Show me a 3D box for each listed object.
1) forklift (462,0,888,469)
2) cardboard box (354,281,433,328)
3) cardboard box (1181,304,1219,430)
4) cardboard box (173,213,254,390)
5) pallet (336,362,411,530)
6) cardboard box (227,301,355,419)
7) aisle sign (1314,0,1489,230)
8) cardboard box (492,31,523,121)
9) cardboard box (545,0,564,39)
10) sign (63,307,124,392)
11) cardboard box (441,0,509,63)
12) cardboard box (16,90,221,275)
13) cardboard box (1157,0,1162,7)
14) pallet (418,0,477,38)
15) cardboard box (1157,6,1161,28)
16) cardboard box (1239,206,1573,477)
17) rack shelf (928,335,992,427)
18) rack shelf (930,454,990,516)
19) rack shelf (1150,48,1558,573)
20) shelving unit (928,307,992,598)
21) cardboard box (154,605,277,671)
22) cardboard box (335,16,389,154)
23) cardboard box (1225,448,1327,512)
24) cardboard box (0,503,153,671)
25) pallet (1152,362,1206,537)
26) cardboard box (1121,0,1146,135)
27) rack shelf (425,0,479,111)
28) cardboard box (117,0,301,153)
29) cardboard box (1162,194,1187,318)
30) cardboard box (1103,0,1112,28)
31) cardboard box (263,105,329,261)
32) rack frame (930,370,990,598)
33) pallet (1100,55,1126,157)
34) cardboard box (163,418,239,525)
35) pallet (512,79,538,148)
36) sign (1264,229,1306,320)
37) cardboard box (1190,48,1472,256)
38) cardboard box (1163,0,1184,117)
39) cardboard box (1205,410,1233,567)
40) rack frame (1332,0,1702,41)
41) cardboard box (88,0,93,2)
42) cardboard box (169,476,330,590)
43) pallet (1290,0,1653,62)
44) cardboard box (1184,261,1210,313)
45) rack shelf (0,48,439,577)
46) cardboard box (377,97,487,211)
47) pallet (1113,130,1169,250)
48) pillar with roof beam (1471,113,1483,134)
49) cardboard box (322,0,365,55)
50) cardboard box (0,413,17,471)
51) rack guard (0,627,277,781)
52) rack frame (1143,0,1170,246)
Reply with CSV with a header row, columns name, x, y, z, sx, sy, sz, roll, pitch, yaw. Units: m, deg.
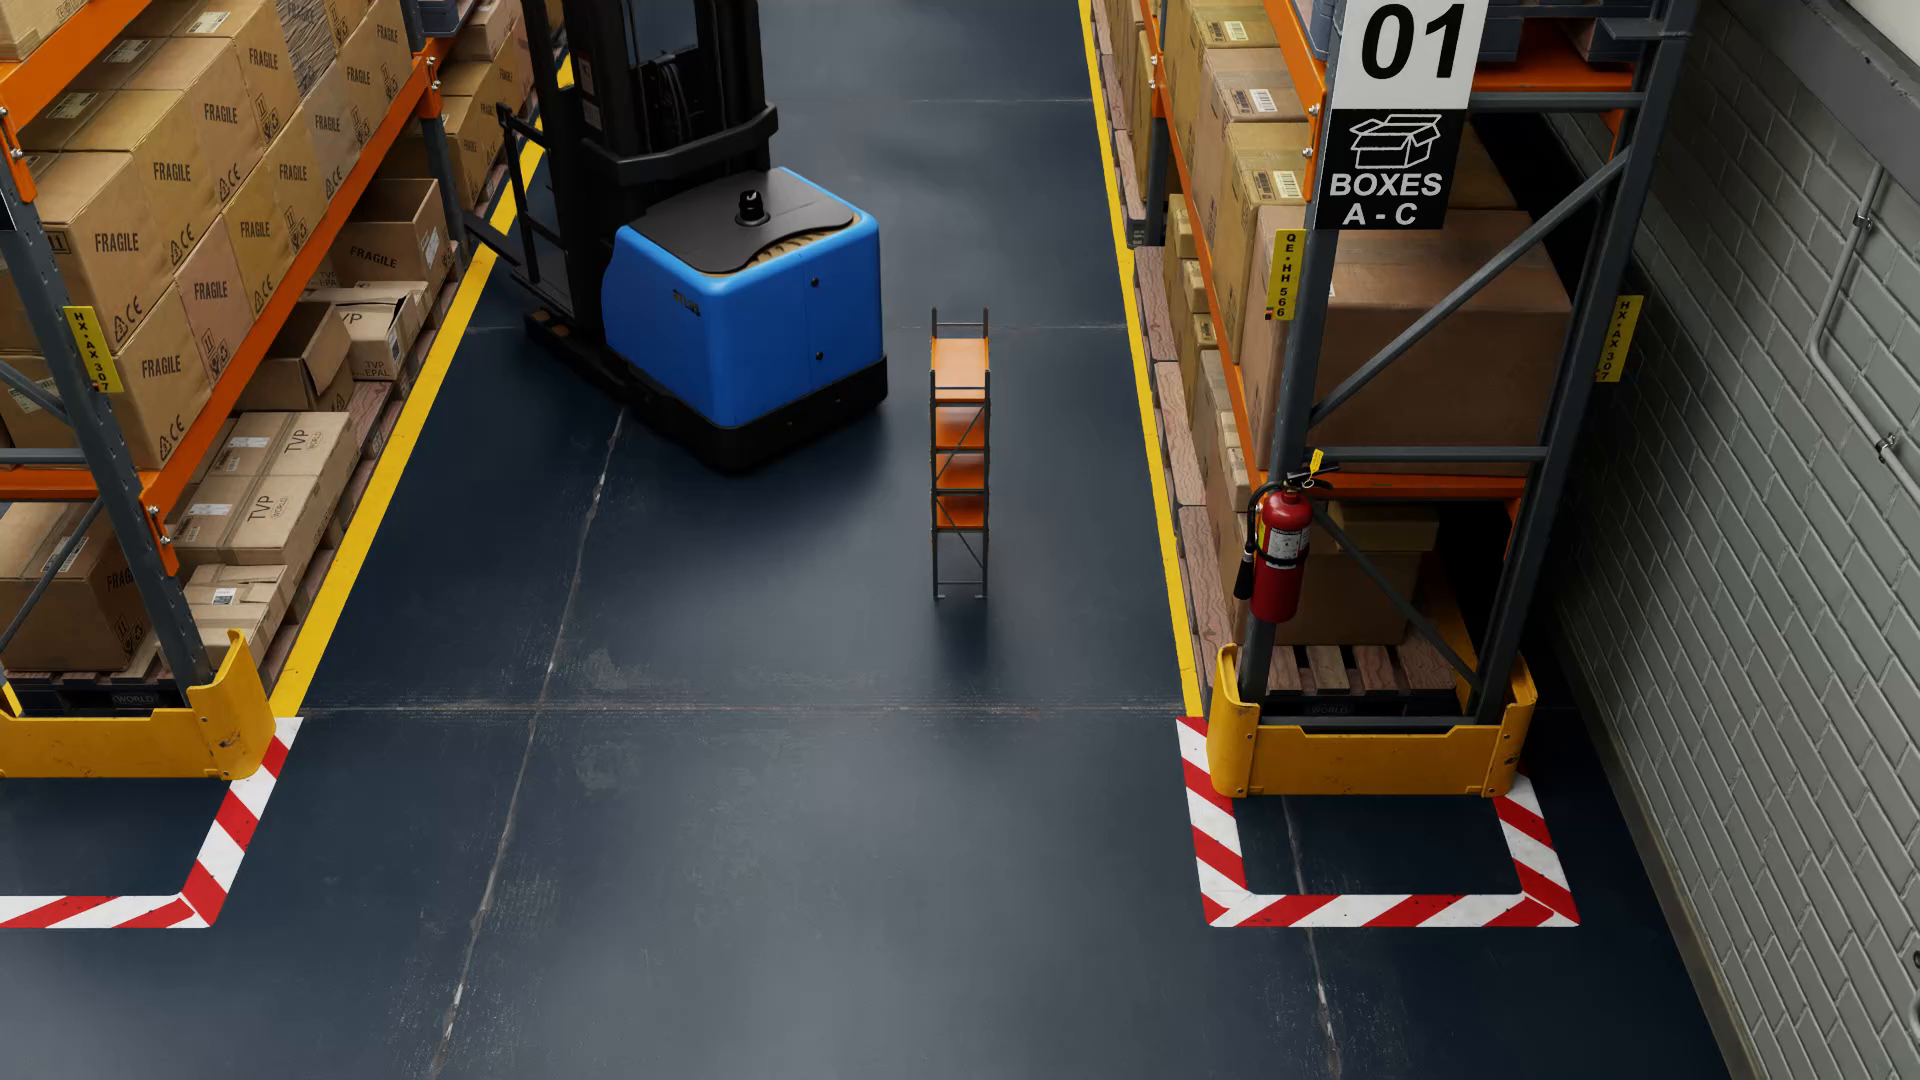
name,x,y,z,sx,sy,sz,roll,pitch,yaw
forklift,-1.727,-2.329,8.312,1.130,2.935,3.031,-29,47,-31
cardboard box,-3.035,-1.252,8.841,0.380,0.149,0.250,0,39,0
cardboard box,1.468,-0.874,8.106,0.700,0.500,0.500,1,39,1
cardboard box,-3.118,-0.921,6.421,0.500,0.500,0.500,0,39,0
pallet,-3.376,-0.500,8.206,1.003,0.211,1.213,0,39,0
cardboard box,-3.373,-0.806,8.001,0.797,0.503,0.637,0,39,0
aisle sign,1.278,-1.257,4.841,0.394,0.787,0.004,0,39,0
cardboard box,-3.142,-2.928,10.652,0.500,0.500,0.500,0,39,0
cardboard box,-3.149,-3.896,11.860,0.500,0.500,0.500,1,39,2
sign,-2.833,-0.620,5.433,0.100,0.325,0.005,0,39,0
cardboard box,-3.138,-3.200,10.392,0.500,0.250,0.500,0,39,0
cardboard box,-3.120,-1.315,6.113,0.500,0.500,0.500,0,39,0
cardboard box,1.321,-3.240,9.061,0.500,0.500,0.500,-1,39,-1
pallet,-3.272,-3.208,9.508,1.003,0.211,1.213,0,39,0
cardboard box,1.290,-2.910,9.167,0.380,0.149,0.250,0,39,0
cardboard box,1.568,-0.723,6.014,0.980,0.700,0.700,2,39,2
rack shelf,0.000,-0.671,7.000,0.258,0.148,0.480,0,39,0
rack shelf,0.000,-0.312,7.288,0.258,0.148,0.480,0,39,0
rack shelf,1.576,-1.257,7.496,1.077,0.370,4.000,0,39,0
shelving unit,0.000,-0.365,7.246,0.258,1.200,0.503,0,39,0
cardboard box,-3.032,0.397,6.784,0.380,0.149,0.250,0,39,0
cardboard box,-3.121,-2.187,8.001,0.500,0.500,0.500,1,39,1
cardboard box,1.295,-0.247,6.804,0.380,0.149,0.250,0,39,-1
cardboard box,-3.622,0.182,6.771,0.500,0.500,0.500,0,39,0
pallet,1.501,-0.460,8.156,1.003,0.211,1.213,0,39,0
cardboard box,1.439,-3.076,10.573,0.750,0.750,0.750,1,39,1
rack shelf,-3.382,-3.753,10.610,1.077,0.370,4.000,0,39,0
cardboard box,-3.117,-1.946,6.900,0.500,0.500,0.500,0,39,0
cardboard box,1.472,-1.510,8.898,0.700,0.500,0.500,0,39,1
cardboard box,1.439,-4.155,11.920,0.750,0.750,0.750,-1,39,-1
cardboard box,-3.115,-1.547,7.202,0.500,0.500,0.500,0,39,1
rack frame,0.000,-0.212,7.055,0.240,1.200,0.015,0,39,0
pallet,1.493,-2.948,11.260,1.003,0.211,1.213,0,39,0
cardboard box,-3.593,-0.314,7.590,0.500,0.250,0.500,0,39,0
pallet,-3.423,-2.968,11.285,1.003,0.211,1.213,0,39,0
sign,1.036,-0.840,5.284,0.100,0.325,0.005,0,39,0
cardboard box,1.564,-1.655,7.177,0.980,0.700,0.700,-2,39,-2
cardboard box,1.558,-2.567,8.314,0.980,0.700,0.700,1,39,1
cardboard box,1.477,-0.227,7.297,0.700,0.500,0.500,0,39,0
rack frame,1.578,-2.629,3.834,1.000,3.000,0.127,0,39,0
cardboard box,-3.109,-2.028,5.603,0.500,0.250,0.500,0,39,0
cardboard box,-3.093,-0.033,7.240,0.500,0.250,0.500,0,39,0
pallet,1.567,-1.887,5.379,1.003,0.211,1.213,0,39,0
cardboard box,1.291,-1.222,8.021,0.380,0.149,0.250,-1,39,-1
rack shelf,-3.378,-1.252,7.488,1.077,0.370,4.000,0,39,0
cardboard box,-3.137,-2.282,9.846,0.500,0.500,0.500,-2,39,-2
pallet,1.498,-2.183,10.306,1.003,0.211,1.213,0,39,0
pillar with roof beam,-1.865,-4.690,6.406,9.100,9.000,0.400,0,39,0
cardboard box,-3.117,-2.576,7.686,0.500,0.500,0.500,-1,39,-1
cardboard box,-3.648,-0.601,6.021,0.500,0.500,0.500,1,39,1
rack guard,-3.375,0.646,6.544,1.175,0.500,0.348,0,39,0
rack frame,1.574,-2.789,8.831,1.000,3.000,0.127,0,39,0
